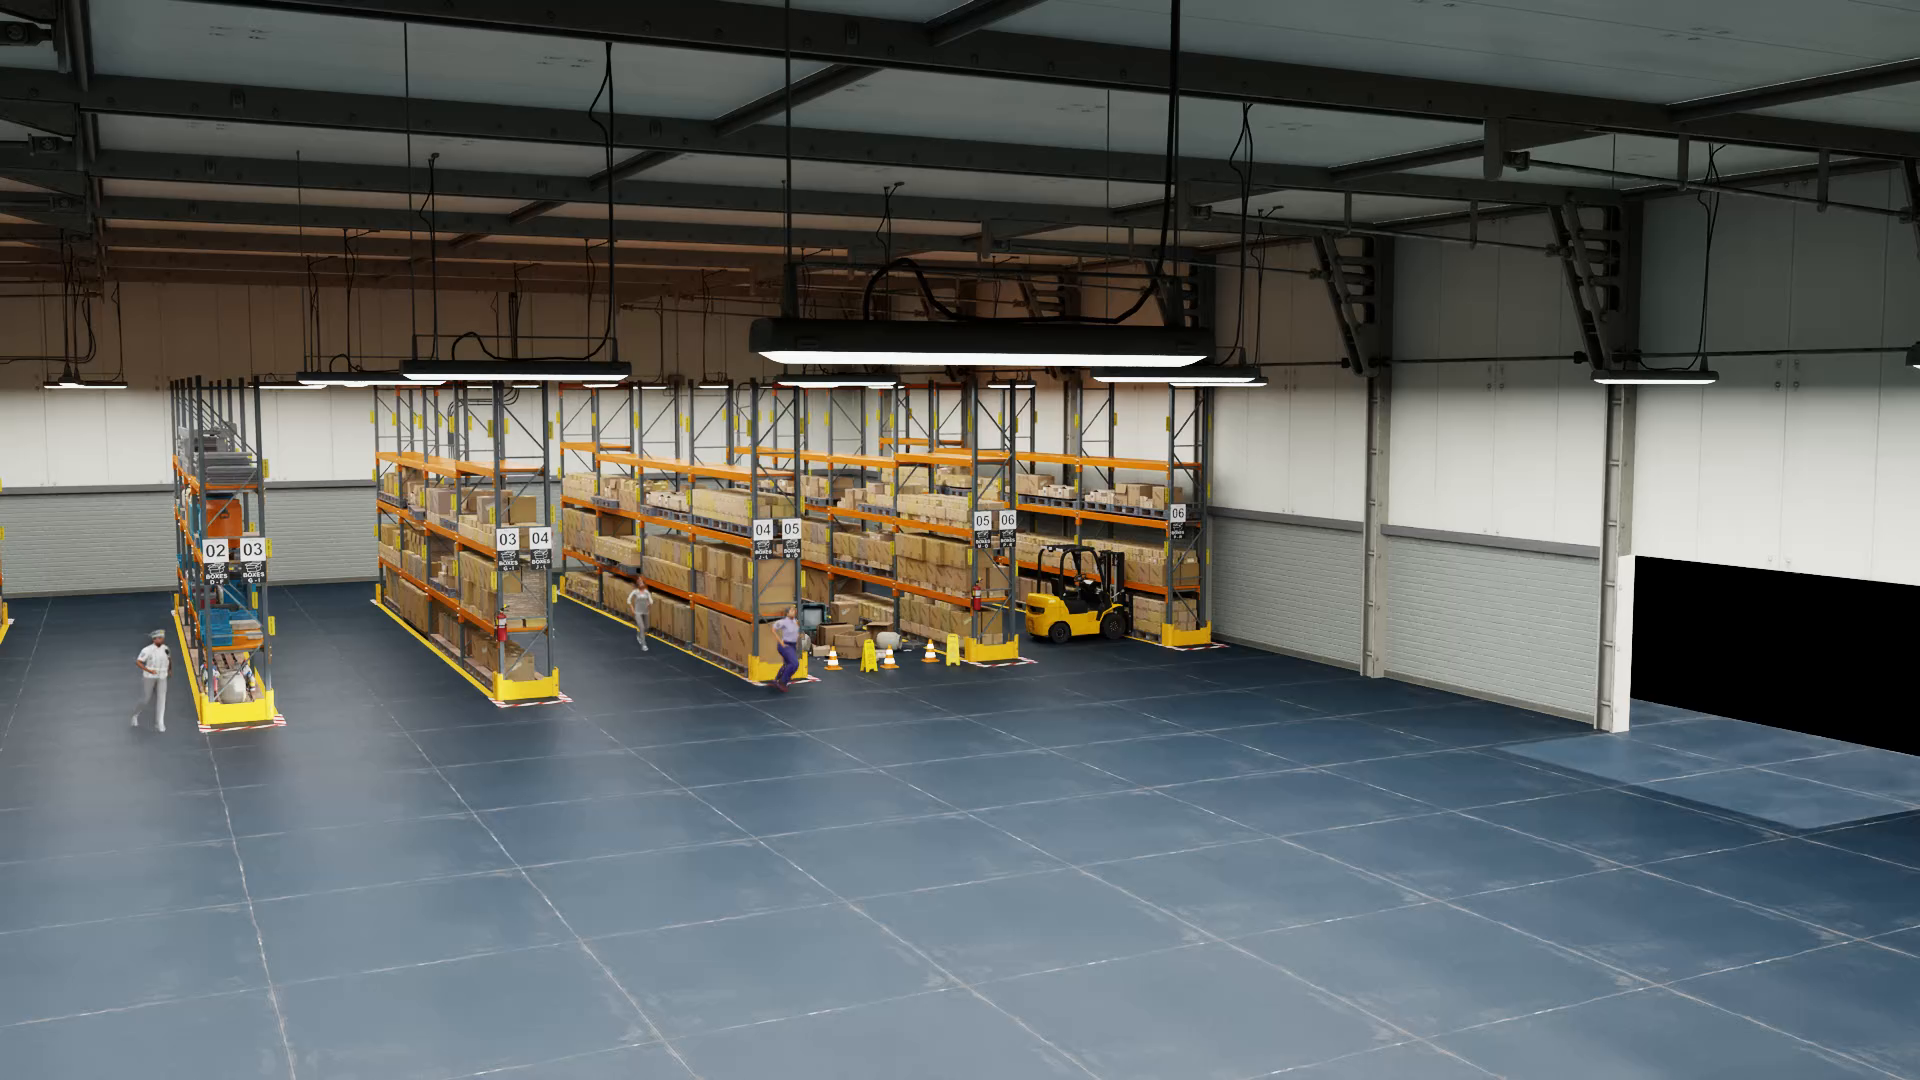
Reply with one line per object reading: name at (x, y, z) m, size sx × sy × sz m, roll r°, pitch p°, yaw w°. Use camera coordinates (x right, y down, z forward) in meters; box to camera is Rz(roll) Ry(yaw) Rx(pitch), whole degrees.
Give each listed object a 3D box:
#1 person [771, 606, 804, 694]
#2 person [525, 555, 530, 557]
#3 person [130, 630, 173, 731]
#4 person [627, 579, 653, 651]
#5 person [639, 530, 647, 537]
person at (-3.284, 2.091, 31.813) m, size 0.634 × 1.653 × 0.614 m, roll 2°, pitch 5°, yaw 22°
person at (-12.462, 0.635, 47.885) m, size 0.530 × 1.683 × 0.739 m, roll -4°, pitch 6°, yaw -35°
person at (-13.692, 2.363, 28.327) m, size 0.924 × 1.673 × 0.660 m, roll 4°, pitch 7°, yaw 41°
person at (-7.089, 1.644, 36.943) m, size 0.546 × 1.572 × 0.841 m, roll -3°, pitch 6°, yaw -30°
person at (-9.018, 0.630, 47.427) m, size 0.683 × 1.834 × 0.830 m, roll -3°, pitch 6°, yaw -30°
